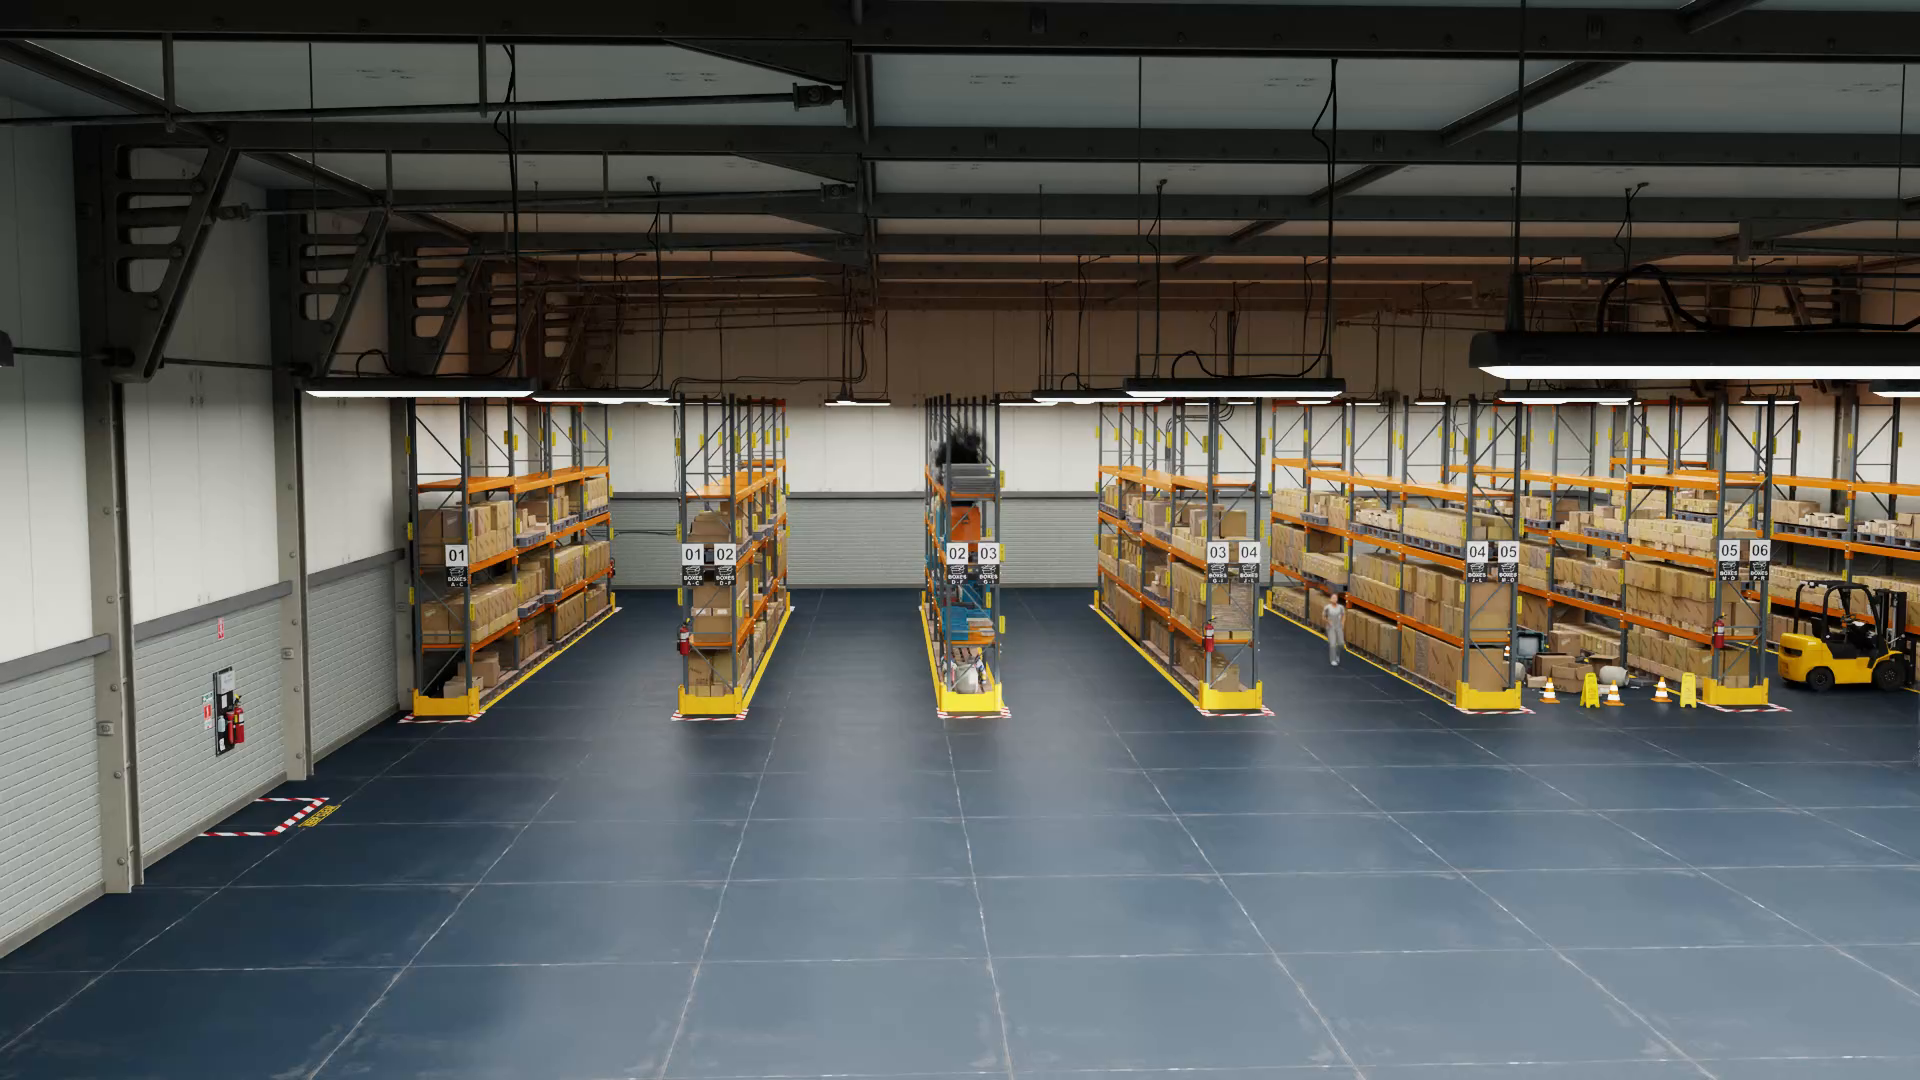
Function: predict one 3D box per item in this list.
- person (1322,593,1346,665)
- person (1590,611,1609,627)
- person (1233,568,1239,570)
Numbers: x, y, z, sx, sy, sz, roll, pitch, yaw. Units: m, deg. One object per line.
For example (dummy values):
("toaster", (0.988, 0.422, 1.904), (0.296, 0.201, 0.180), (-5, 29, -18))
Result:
("person", (8.324, 1.985, 36.926), (0.539, 1.626, 0.541), (0, 5, 1))
("person", (16.217, 1.600, 42.279), (0.575, 1.605, 0.622), (-1, 5, -10))
("person", (7.603, 1.142, 47.129), (0.703, 1.758, 0.617), (3, 5, 32))
